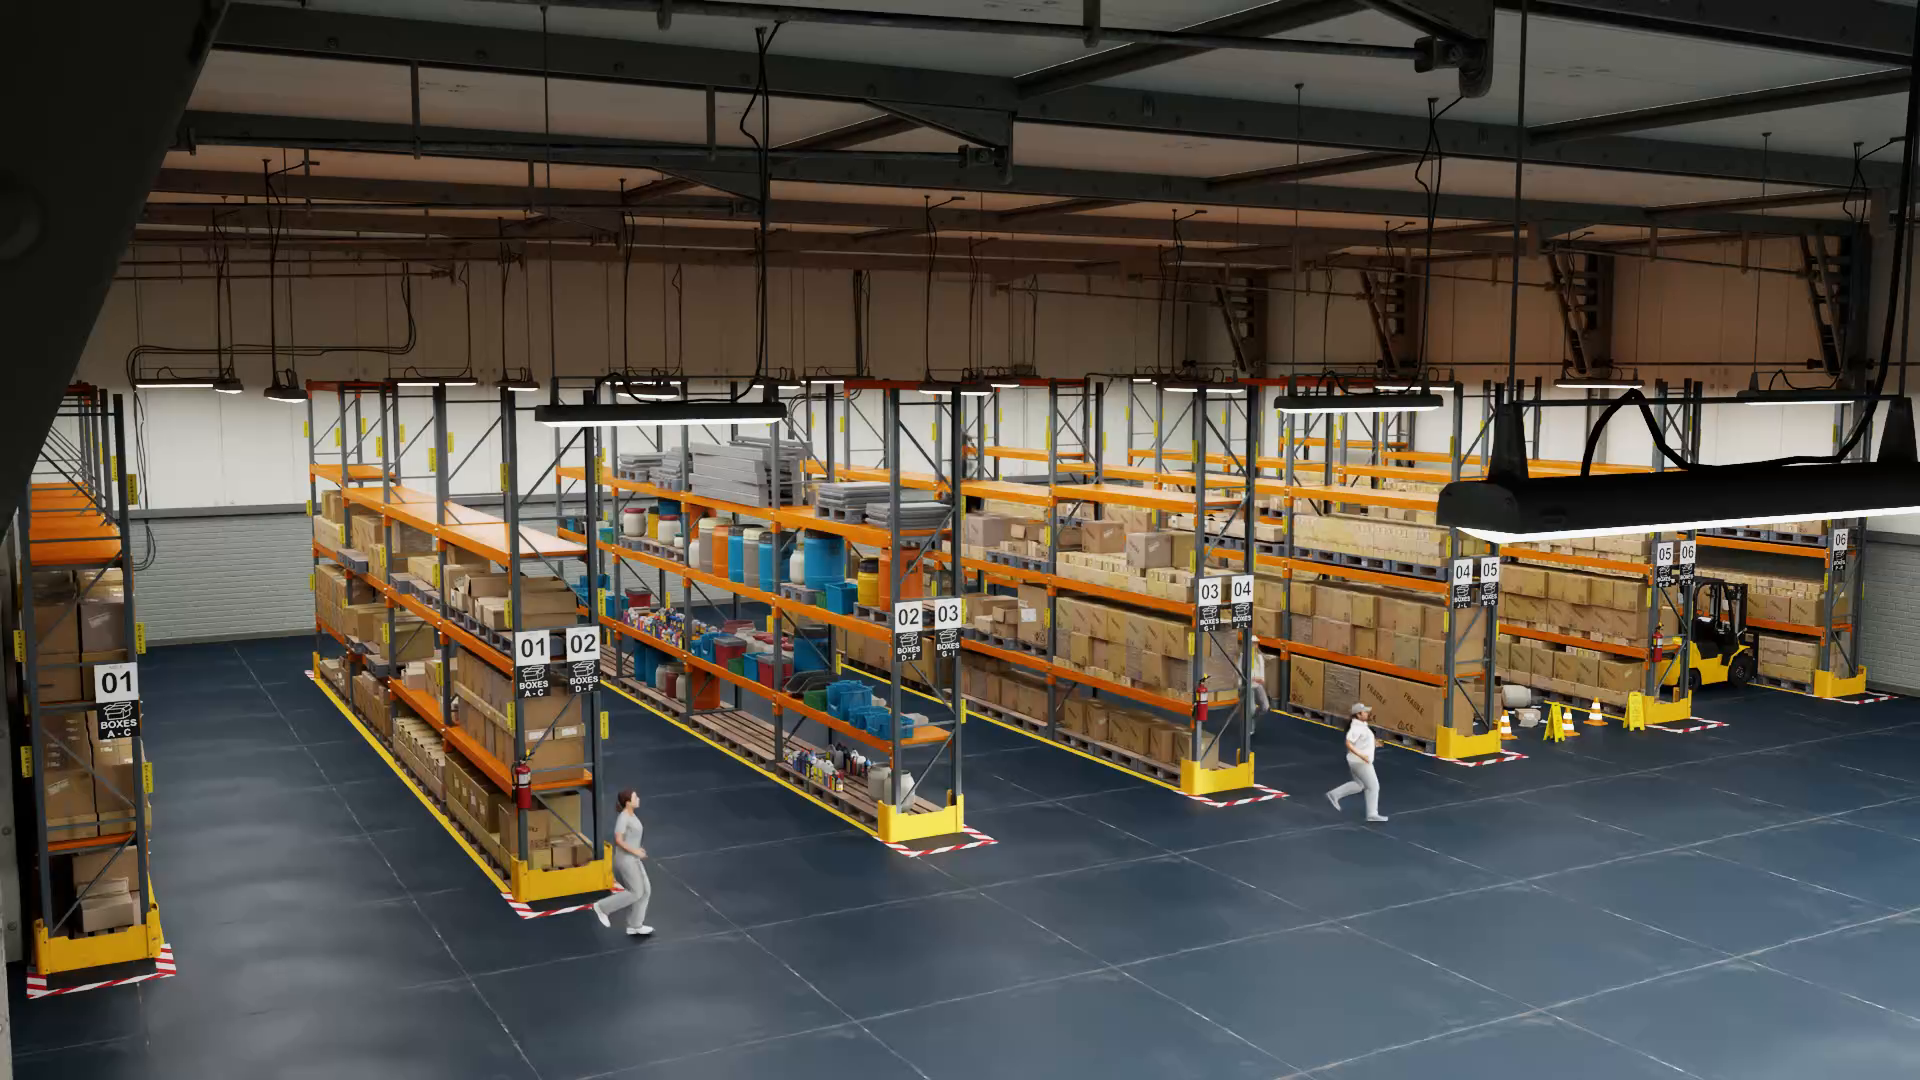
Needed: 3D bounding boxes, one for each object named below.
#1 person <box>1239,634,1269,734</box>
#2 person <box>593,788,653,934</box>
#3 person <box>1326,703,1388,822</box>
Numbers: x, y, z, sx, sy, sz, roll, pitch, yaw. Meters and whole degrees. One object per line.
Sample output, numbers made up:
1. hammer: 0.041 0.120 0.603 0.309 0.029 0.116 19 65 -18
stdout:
1. person: 5.031 2.459 28.233 0.596 1.729 0.584 -5 8 -38
2. person: -3.741 3.566 18.529 0.653 1.621 0.602 0 6 0
3. person: 5.515 3.067 23.042 0.843 1.634 0.620 1 6 12
